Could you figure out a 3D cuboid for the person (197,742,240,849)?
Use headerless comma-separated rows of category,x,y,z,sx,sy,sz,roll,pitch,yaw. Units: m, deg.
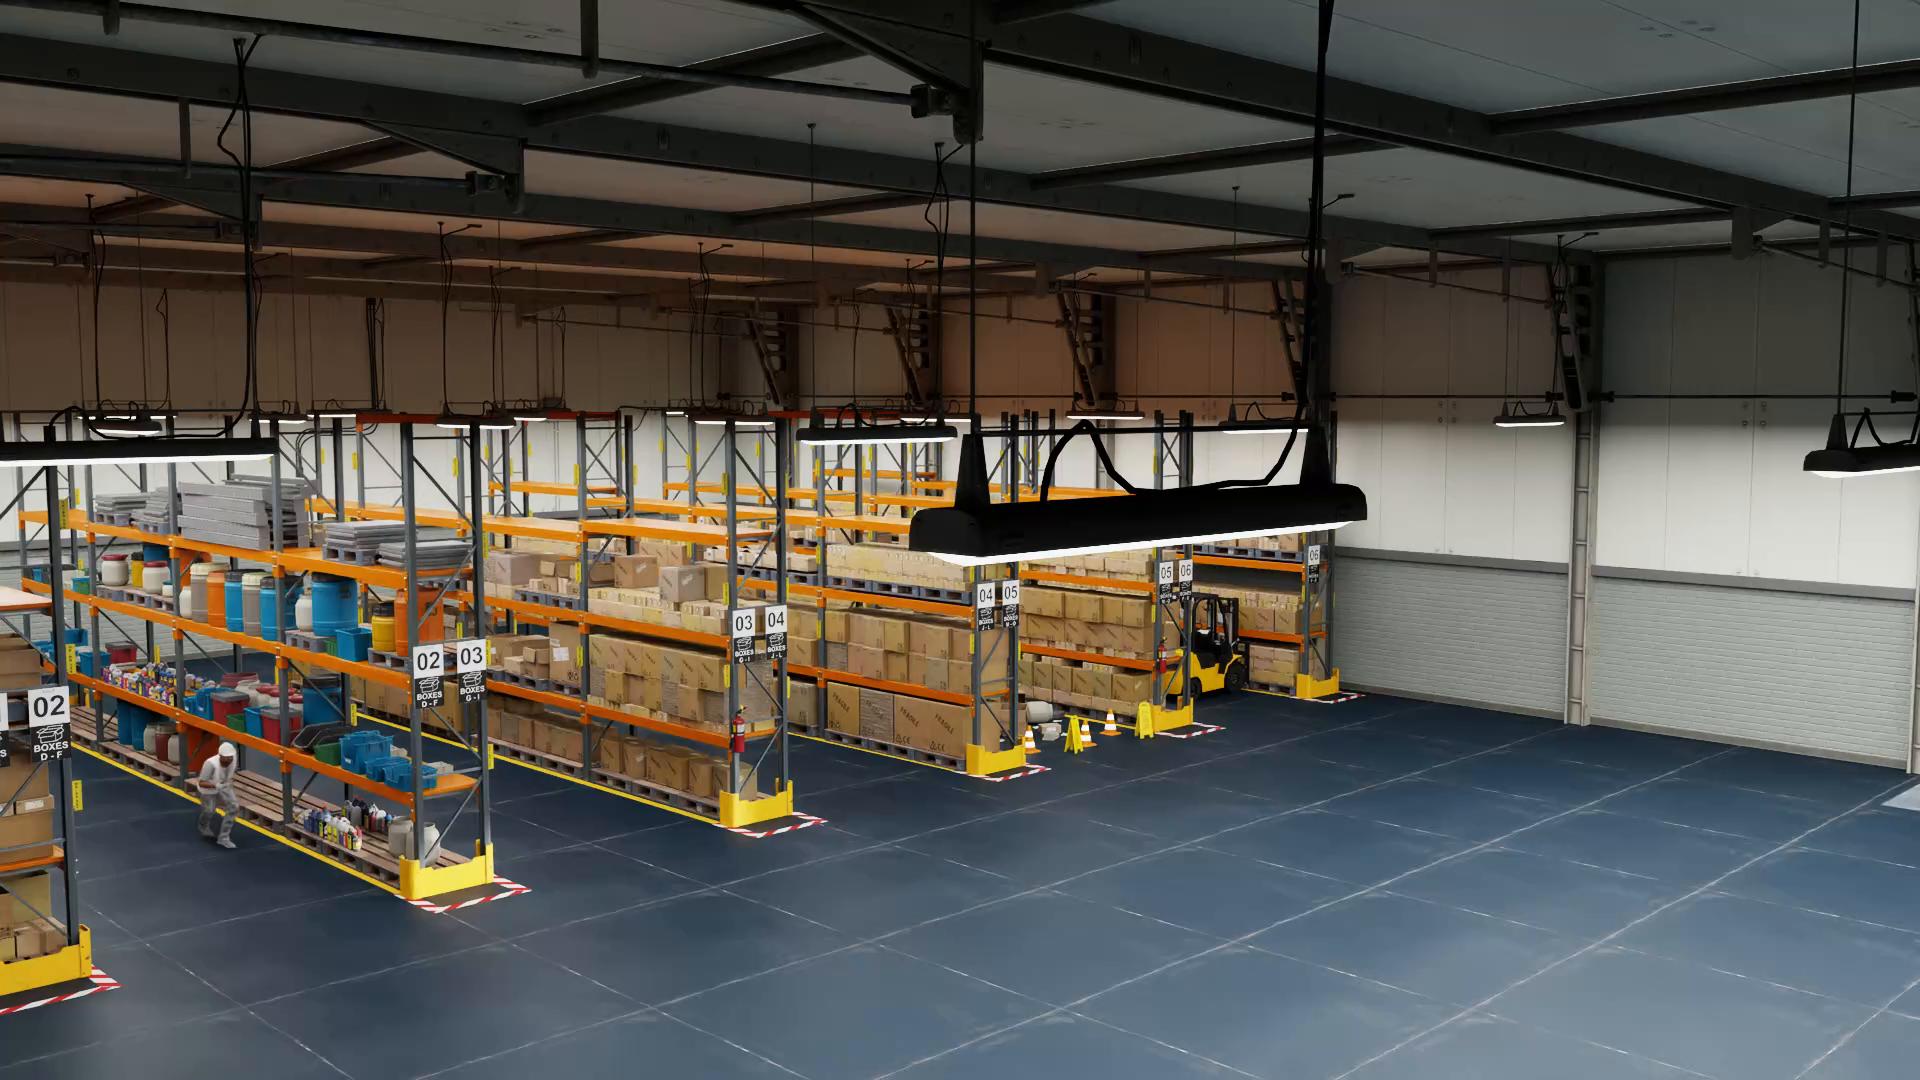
person,-10.479,3.548,23.364,1.177,1.545,0.678,4,6,37
